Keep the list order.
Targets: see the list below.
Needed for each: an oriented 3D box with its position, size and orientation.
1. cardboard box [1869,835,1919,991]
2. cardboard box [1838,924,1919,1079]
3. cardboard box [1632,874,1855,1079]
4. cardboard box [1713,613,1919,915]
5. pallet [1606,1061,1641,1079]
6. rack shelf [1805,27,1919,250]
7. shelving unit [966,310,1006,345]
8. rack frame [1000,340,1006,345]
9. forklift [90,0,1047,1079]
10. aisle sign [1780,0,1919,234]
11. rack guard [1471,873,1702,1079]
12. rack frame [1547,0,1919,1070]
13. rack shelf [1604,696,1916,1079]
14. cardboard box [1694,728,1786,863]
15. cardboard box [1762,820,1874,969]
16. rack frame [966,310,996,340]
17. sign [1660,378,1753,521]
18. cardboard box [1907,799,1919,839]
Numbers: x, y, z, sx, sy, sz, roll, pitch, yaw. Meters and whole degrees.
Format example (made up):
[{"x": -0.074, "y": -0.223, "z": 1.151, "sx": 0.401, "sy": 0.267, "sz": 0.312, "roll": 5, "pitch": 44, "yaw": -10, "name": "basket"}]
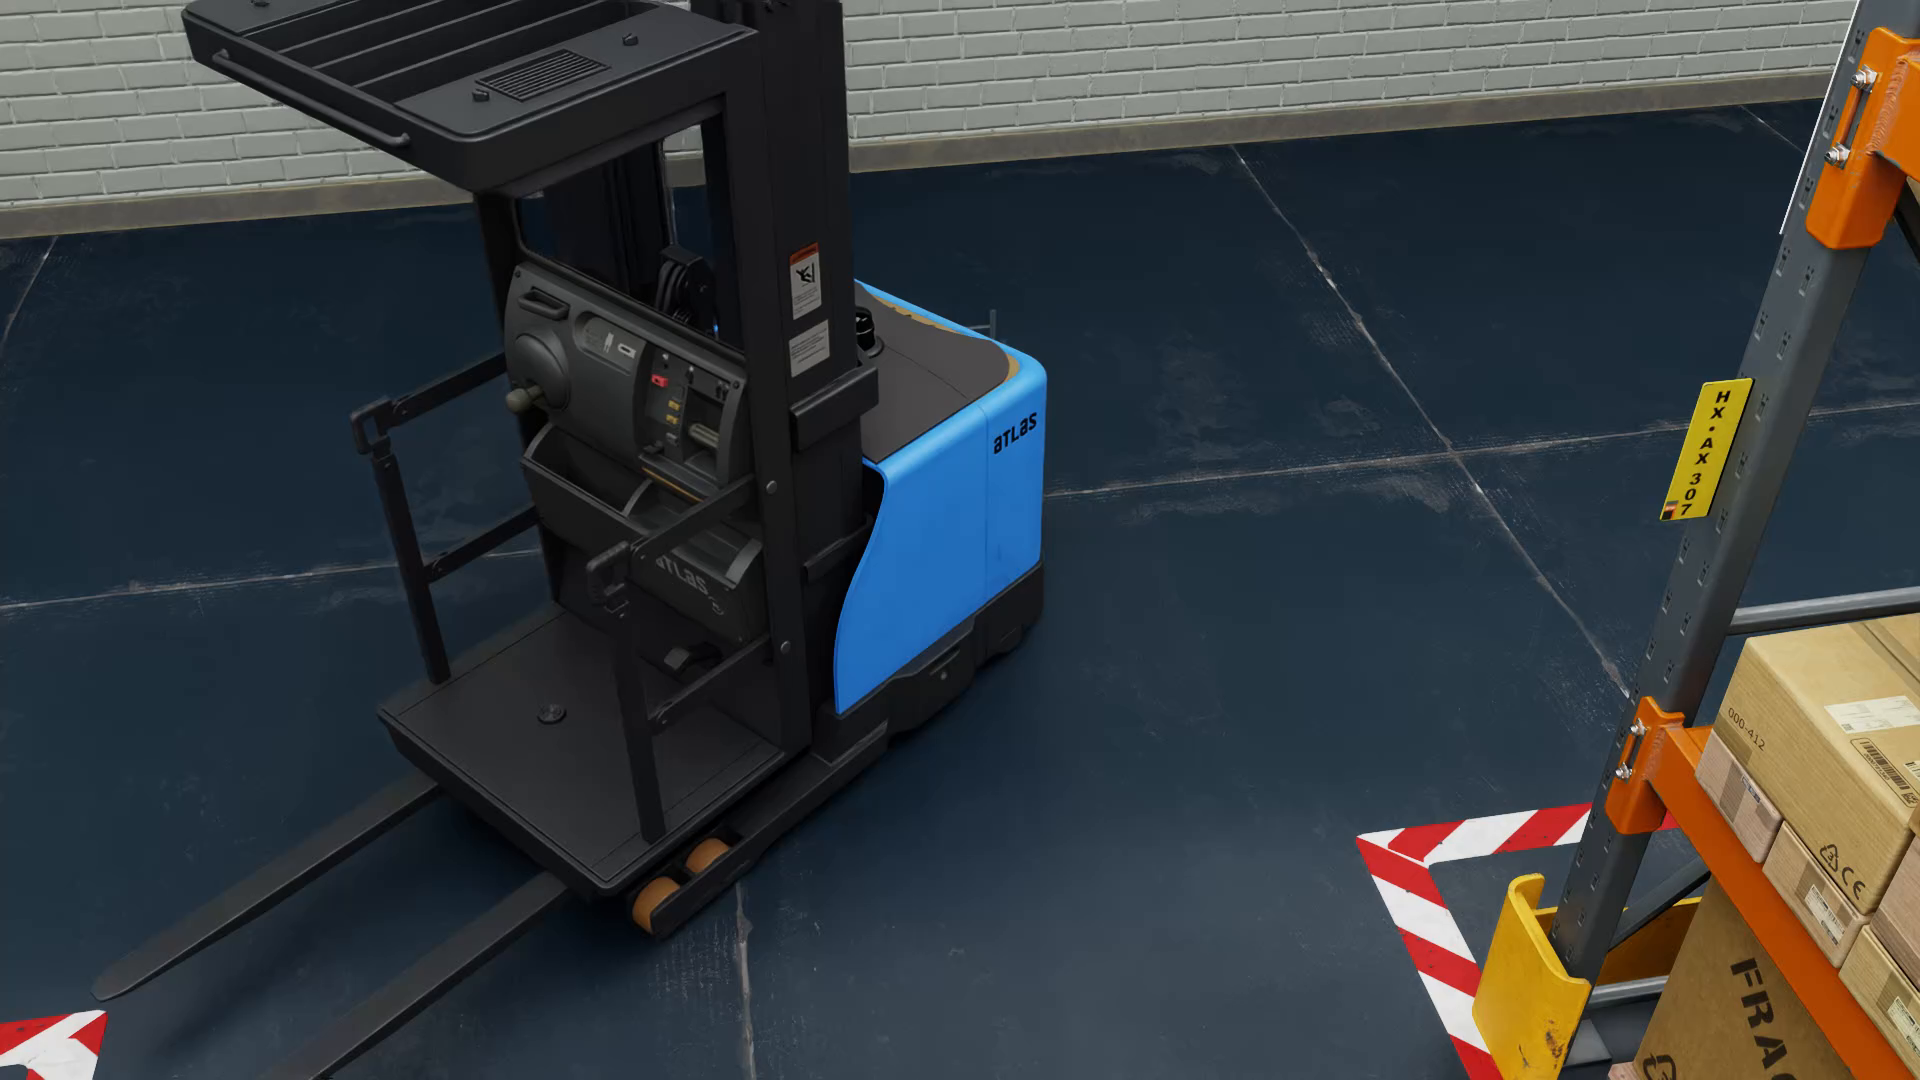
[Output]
[{"x": 1.923, "y": 0.718, "z": 2.761, "sx": 0.500, "sy": 0.250, "sz": 0.500, "roll": -7, "pitch": 38, "yaw": -9, "name": "cardboard box"}, {"x": 1.836, "y": 0.802, "z": 2.977, "sx": 0.380, "sy": 0.149, "sz": 0.250, "roll": -7, "pitch": 38, "yaw": -9, "name": "cardboard box"}, {"x": 2.198, "y": 1.195, "z": 3.656, "sx": 0.875, "sy": 0.875, "sz": 0.875, "roll": -6, "pitch": 38, "yaw": -8, "name": "cardboard box"}, {"x": 1.825, "y": 0.405, "z": 3.164, "sx": 0.500, "sy": 0.250, "sz": 0.500, "roll": -7, "pitch": 38, "yaw": -9, "name": "cardboard box"}, {"x": 2.224, "y": 1.720, "z": 3.865, "sx": 1.003, "sy": 0.211, "sz": 1.213, "roll": -6, "pitch": 38, "yaw": -8, "name": "pallet"}, {"x": 2.358, "y": 0.451, "z": 1.365, "sx": 1.077, "sy": 0.370, "sz": 4.000, "roll": -6, "pitch": 38, "yaw": -8, "name": "rack shelf"}, {"x": 0.022, "y": -0.375, "z": 5.999, "sx": 0.258, "sy": 0.900, "sz": 0.210, "roll": -6, "pitch": 38, "yaw": -7, "name": "shelving unit"}, {"x": 0.039, "y": -0.313, "z": 5.920, "sx": 0.240, "sy": 0.900, "sz": 0.006, "roll": -6, "pitch": 38, "yaw": -7, "name": "rack frame"}, {"x": -1.050, "y": -0.372, "z": 4.340, "sx": 1.130, "sy": 2.935, "sz": 3.031, "roll": 28, "pitch": 46, "yaw": 31, "name": "forklift"}, {"x": 1.699, "y": -0.894, "z": 2.837, "sx": 0.394, "sy": 0.787, "sz": 0.004, "roll": -6, "pitch": 38, "yaw": -8, "name": "aisle sign"}, {"x": 2.003, "y": 1.117, "z": 4.405, "sx": 1.175, "sy": 0.500, "sz": 0.348, "roll": -6, "pitch": 38, "yaw": -8, "name": "rack guard"}, {"x": 2.007, "y": 0.144, "z": 3.620, "sx": 1.000, "sy": 3.000, "sz": 0.127, "roll": -6, "pitch": 38, "yaw": -8, "name": "rack frame"}, {"x": 2.358, "y": 1.636, "z": 2.286, "sx": 1.077, "sy": 0.370, "sz": 4.000, "roll": -6, "pitch": 38, "yaw": -8, "name": "rack shelf"}, {"x": 1.744, "y": 0.493, "z": 3.375, "sx": 0.380, "sy": 0.149, "sz": 0.250, "roll": -6, "pitch": 38, "yaw": -7, "name": "cardboard box"}, {"x": 1.791, "y": 0.648, "z": 3.176, "sx": 0.380, "sy": 0.149, "sz": 0.250, "roll": -7, "pitch": 38, "yaw": -9, "name": "cardboard box"}, {"x": 0.006, "y": -0.437, "z": 6.078, "sx": 0.240, "sy": 0.900, "sz": 0.006, "roll": -6, "pitch": 38, "yaw": -7, "name": "rack frame"}, {"x": 1.459, "y": -0.173, "z": 3.258, "sx": 0.100, "sy": 0.325, "sz": 0.005, "roll": -6, "pitch": 38, "yaw": -8, "name": "sign"}, {"x": 1.913, "y": 0.410, "z": 2.545, "sx": 0.500, "sy": 0.500, "sz": 0.500, "roll": -7, "pitch": 38, "yaw": -9, "name": "cardboard box"}]
